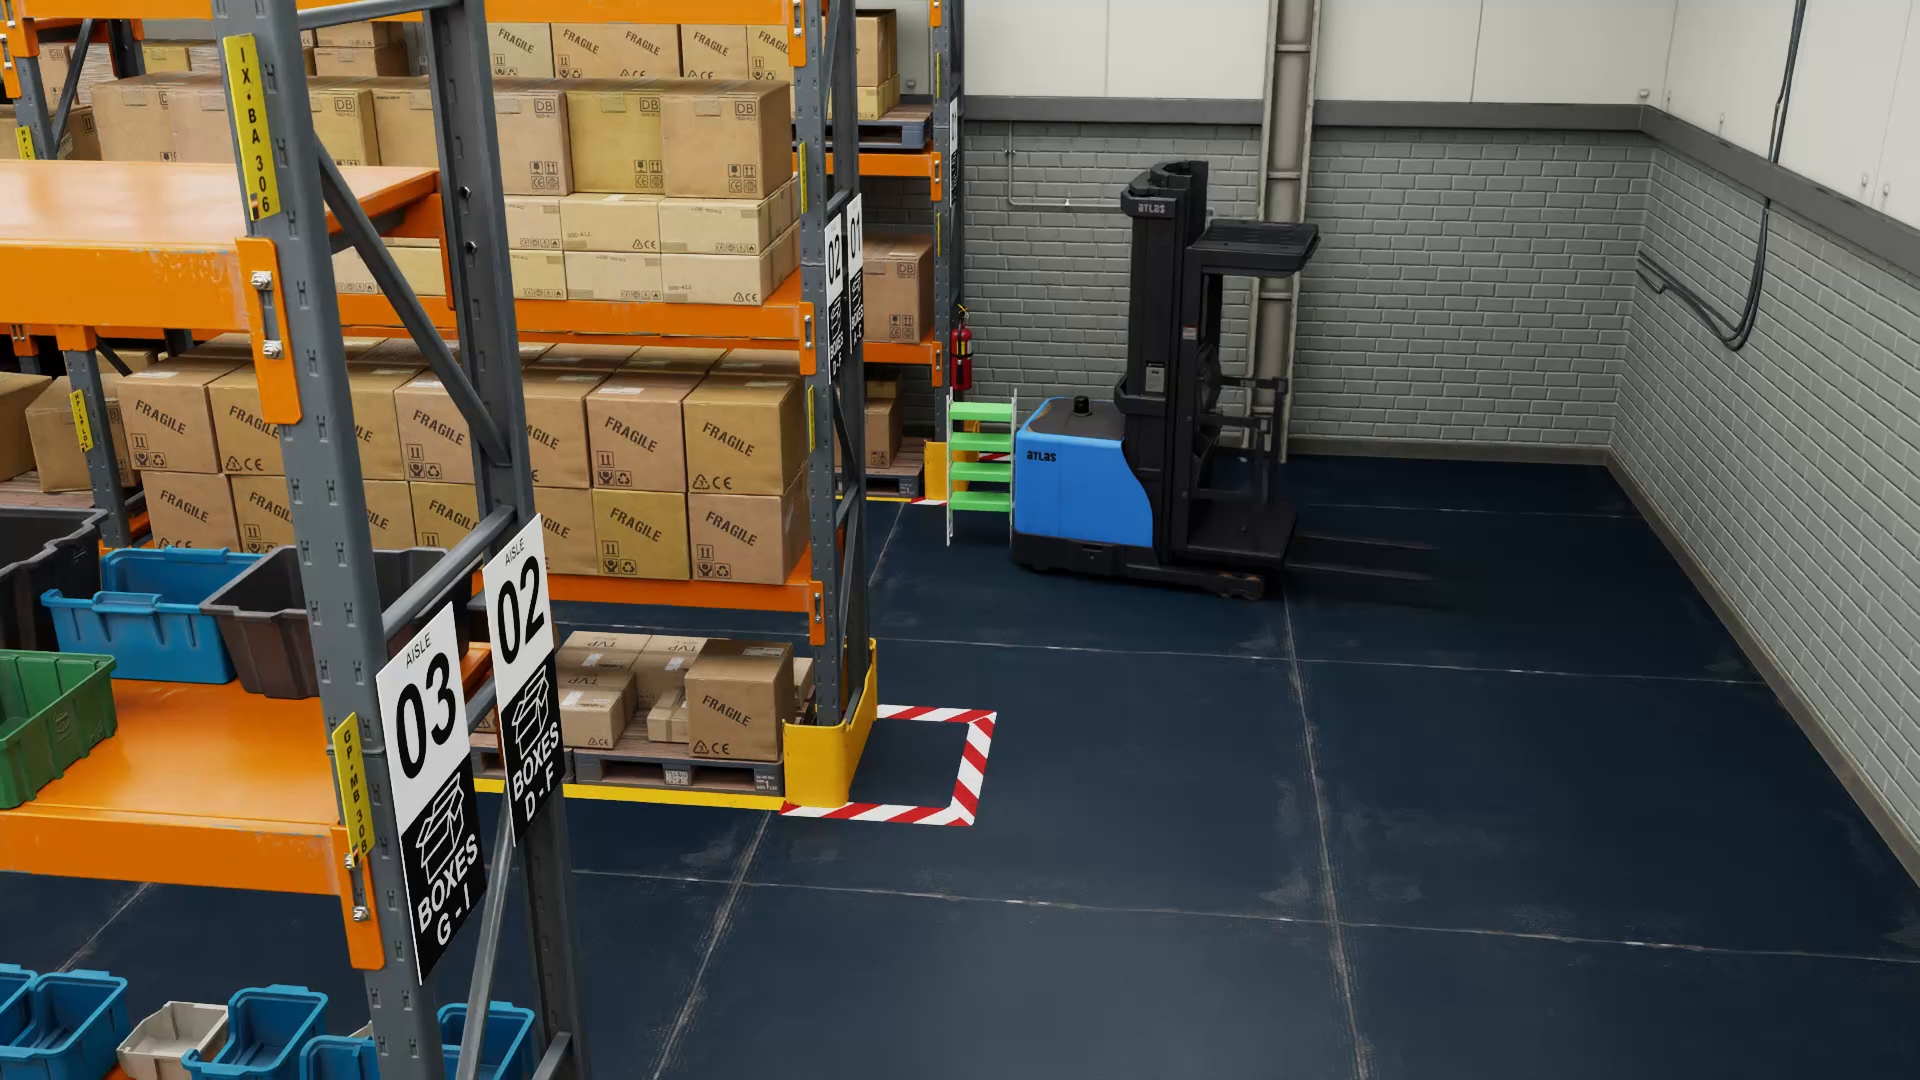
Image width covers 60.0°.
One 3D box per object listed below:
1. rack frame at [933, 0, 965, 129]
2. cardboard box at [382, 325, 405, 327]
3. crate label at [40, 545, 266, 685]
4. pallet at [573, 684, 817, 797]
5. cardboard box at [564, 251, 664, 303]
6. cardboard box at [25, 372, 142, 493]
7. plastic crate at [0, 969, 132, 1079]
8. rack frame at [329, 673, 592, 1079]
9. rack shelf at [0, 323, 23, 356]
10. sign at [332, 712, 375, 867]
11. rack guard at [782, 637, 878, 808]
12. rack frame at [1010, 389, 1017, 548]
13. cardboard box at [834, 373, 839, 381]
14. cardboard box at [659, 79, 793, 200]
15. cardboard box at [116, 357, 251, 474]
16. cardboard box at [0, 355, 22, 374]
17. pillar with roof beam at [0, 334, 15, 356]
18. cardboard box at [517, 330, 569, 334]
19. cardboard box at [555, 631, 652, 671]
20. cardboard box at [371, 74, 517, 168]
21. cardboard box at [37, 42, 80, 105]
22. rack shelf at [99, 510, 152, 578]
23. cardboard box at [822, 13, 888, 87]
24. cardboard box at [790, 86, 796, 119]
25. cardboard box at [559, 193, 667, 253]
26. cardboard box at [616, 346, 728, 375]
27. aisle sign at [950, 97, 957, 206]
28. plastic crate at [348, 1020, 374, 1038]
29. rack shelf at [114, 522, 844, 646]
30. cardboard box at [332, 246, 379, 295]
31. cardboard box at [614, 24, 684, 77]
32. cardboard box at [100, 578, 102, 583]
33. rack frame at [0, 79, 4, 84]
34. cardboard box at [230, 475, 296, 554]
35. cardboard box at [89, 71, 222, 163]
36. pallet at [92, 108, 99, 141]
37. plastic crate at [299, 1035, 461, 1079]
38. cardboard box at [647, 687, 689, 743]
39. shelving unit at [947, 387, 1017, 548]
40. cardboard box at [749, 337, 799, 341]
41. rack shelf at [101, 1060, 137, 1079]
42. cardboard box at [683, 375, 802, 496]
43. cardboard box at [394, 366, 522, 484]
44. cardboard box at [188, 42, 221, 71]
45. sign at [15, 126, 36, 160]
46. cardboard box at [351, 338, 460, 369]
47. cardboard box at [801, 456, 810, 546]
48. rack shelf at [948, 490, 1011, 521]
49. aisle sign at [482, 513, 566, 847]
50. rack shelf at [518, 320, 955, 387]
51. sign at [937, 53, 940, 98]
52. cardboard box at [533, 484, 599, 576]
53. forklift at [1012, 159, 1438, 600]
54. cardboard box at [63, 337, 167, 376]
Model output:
[{"bbox_3d":[-0.084,-4.726,12.654,0.127,3.000,1.000,2,22,6],"label":"rack frame"},{"bbox_3d":[-4.679,-1.915,14.018,0.250,0.149,0.380,3,22,7],"label":"cardboard box"},{"bbox_3d":[-2.128,0.197,4.483,0.502,0.251,0.408,2,22,6],"label":"crate label"},{"bbox_3d":[-1.531,1.132,9.789,1.213,0.211,1.003,2,22,6],"label":"pallet"},{"bbox_3d":[-1.700,-1.404,8.535,0.500,0.250,0.500,2,22,6],"label":"cardboard box"},{"bbox_3d":[-5.080,-0.644,9.782,0.500,0.500,0.700,-5,22,-12],"label":"cardboard box"},{"bbox_3d":[-2.764,1.543,5.103,0.300,0.233,0.416,2,22,6],"label":"plastic crate"},{"bbox_3d":[-1.250,1.681,4.608,0.127,3.000,1.000,2,22,6],"label":"rack frame"},{"bbox_3d":[-10.015,-2.034,14.983,4.000,0.370,1.077,2,22,6],"label":"rack shelf"},{"bbox_3d":[-1.299,0.536,3.566,0.005,0.325,0.100,2,22,6],"label":"sign"},{"bbox_3d":[-0.739,1.032,9.650,0.348,0.500,1.175,2,22,6],"label":"rack guard"},{"bbox_3d":[0.407,-0.540,12.674,0.015,1.200,0.240,2,22,6],"label":"rack frame"},{"bbox_3d":[-1.147,-1.353,14.230,0.250,0.149,0.380,3,22,6],"label":"cardboard box"},{"bbox_3d":[-1.176,-2.050,8.469,0.500,0.500,0.700,2,22,6],"label":"cardboard box"},{"bbox_3d":[-4.201,-0.689,9.106,0.500,0.500,0.500,3,22,8],"label":"cardboard box"},{"bbox_3d":[-8.750,-1.336,15.042,0.500,0.500,0.700,3,22,7],"label":"cardboard box"},{"bbox_3d":[-9.725,-3.872,10.495,0.400,9.000,9.100,2,22,6],"label":"pillar with roof beam"},{"bbox_3d":[-3.520,-2.219,14.065,0.700,0.700,0.980,3,22,7],"label":"cardboard box"},{"bbox_3d":[-2.163,0.777,10.037,0.500,0.250,0.500,2,22,6],"label":"cardboard box"},{"bbox_3d":[-2.657,-2.141,8.699,0.500,0.500,0.700,2,22,6],"label":"cardboard box"},{"bbox_3d":[-7.550,-3.928,13.983,0.500,0.500,0.700,1,22,2],"label":"cardboard box"},{"bbox_3d":[-6.622,-0.052,9.971,4.000,0.370,1.077,2,22,6],"label":"rack shelf"},{"bbox_3d":[-0.843,-3.784,12.828,0.500,0.500,0.500,2,22,6],"label":"cardboard box"},{"bbox_3d":[-1.360,-3.460,13.028,0.500,0.250,0.500,2,22,4],"label":"cardboard box"},{"bbox_3d":[-1.700,-1.636,8.441,0.500,0.250,0.500,2,22,6],"label":"cardboard box"},{"bbox_3d":[-1.593,-0.774,9.322,0.500,0.500,0.500,3,22,7],"label":"cardboard box"},{"bbox_3d":[-0.048,-3.032,12.994,0.004,0.787,0.394,2,22,6],"label":"aisle sign"},{"bbox_3d":[-1.766,1.601,5.088,0.298,0.136,0.250,2,22,6],"label":"plastic crate"},{"bbox_3d":[-2.650,0.121,9.533,4.000,0.370,1.077,2,22,6],"label":"rack shelf"},{"bbox_3d":[-3.190,-1.469,8.699,0.500,0.250,0.500,2,22,6],"label":"cardboard box"},{"bbox_3d":[-2.379,-3.852,13.001,0.500,0.500,0.500,3,22,7],"label":"cardboard box"},{"bbox_3d":[-5.619,0.529,10.324,0.500,0.500,0.500,3,22,7],"label":"cardboard box"},{"bbox_3d":[-8.029,-5.072,13.529,0.127,3.000,1.000,2,22,6],"label":"rack frame"},{"bbox_3d":[-3.653,-0.204,9.241,0.500,0.500,0.500,3,22,7],"label":"cardboard box"},{"bbox_3d":[-4.148,-2.200,8.848,0.500,0.500,0.700,2,22,6],"label":"cardboard box"},{"bbox_3d":[-7.383,-3.581,14.094,1.003,0.211,1.213,3,22,9],"label":"pallet"},{"bbox_3d":[-1.605,1.691,4.454,0.499,0.435,0.616,2,22,6],"label":"plastic crate"},{"bbox_3d":[-1.624,1.002,9.581,0.250,0.166,0.380,2,22,6],"label":"cardboard box"},{"bbox_3d":[0.164,-0.551,12.701,0.503,1.200,0.258,2,22,6],"label":"shelving unit"},{"bbox_3d":[-1.316,-2.121,13.818,0.700,0.700,0.980,2,22,6],"label":"cardboard box"},{"bbox_3d":[-3.236,1.929,4.959,4.000,0.370,1.077,2,22,6],"label":"rack shelf"},{"bbox_3d":[-1.138,-0.558,8.774,0.500,0.500,0.500,2,22,6],"label":"cardboard box"},{"bbox_3d":[-2.665,-0.622,8.937,0.500,0.500,0.500,3,22,8],"label":"cardboard box"},{"bbox_3d":[-5.968,-3.879,13.857,0.500,0.500,0.700,2,22,6],"label":"cardboard box"},{"bbox_3d":[-4.698,-1.916,8.388,0.005,0.325,0.100,2,22,6],"label":"sign"},{"bbox_3d":[-3.094,-0.841,9.492,0.500,0.500,0.500,3,22,7],"label":"cardboard box"},{"bbox_3d":[-1.073,-0.289,9.455,0.500,0.500,0.500,3,22,7],"label":"cardboard box"},{"bbox_3d":[0.164,-0.268,12.813,0.480,0.148,0.258,2,22,6],"label":"rack shelf"},{"bbox_3d":[-1.144,0.367,4.396,0.004,0.787,0.394,2,22,6],"label":"aisle sign"},{"bbox_3d":[-2.070,-1.688,14.108,4.000,0.370,1.077,2,22,6],"label":"rack shelf"},{"bbox_3d":[-0.162,-3.508,12.557,0.005,0.325,0.100,2,22,6],"label":"sign"},{"bbox_3d":[-2.151,-0.138,9.074,0.500,0.500,0.500,3,22,7],"label":"cardboard box"},{"bbox_3d":[1.964,-1.152,11.868,3.031,2.935,1.130,6,22,16],"label":"forklift"},{"bbox_3d":[-7.314,-1.398,14.749,0.750,0.750,0.750,2,22,6],"label":"cardboard box"}]
